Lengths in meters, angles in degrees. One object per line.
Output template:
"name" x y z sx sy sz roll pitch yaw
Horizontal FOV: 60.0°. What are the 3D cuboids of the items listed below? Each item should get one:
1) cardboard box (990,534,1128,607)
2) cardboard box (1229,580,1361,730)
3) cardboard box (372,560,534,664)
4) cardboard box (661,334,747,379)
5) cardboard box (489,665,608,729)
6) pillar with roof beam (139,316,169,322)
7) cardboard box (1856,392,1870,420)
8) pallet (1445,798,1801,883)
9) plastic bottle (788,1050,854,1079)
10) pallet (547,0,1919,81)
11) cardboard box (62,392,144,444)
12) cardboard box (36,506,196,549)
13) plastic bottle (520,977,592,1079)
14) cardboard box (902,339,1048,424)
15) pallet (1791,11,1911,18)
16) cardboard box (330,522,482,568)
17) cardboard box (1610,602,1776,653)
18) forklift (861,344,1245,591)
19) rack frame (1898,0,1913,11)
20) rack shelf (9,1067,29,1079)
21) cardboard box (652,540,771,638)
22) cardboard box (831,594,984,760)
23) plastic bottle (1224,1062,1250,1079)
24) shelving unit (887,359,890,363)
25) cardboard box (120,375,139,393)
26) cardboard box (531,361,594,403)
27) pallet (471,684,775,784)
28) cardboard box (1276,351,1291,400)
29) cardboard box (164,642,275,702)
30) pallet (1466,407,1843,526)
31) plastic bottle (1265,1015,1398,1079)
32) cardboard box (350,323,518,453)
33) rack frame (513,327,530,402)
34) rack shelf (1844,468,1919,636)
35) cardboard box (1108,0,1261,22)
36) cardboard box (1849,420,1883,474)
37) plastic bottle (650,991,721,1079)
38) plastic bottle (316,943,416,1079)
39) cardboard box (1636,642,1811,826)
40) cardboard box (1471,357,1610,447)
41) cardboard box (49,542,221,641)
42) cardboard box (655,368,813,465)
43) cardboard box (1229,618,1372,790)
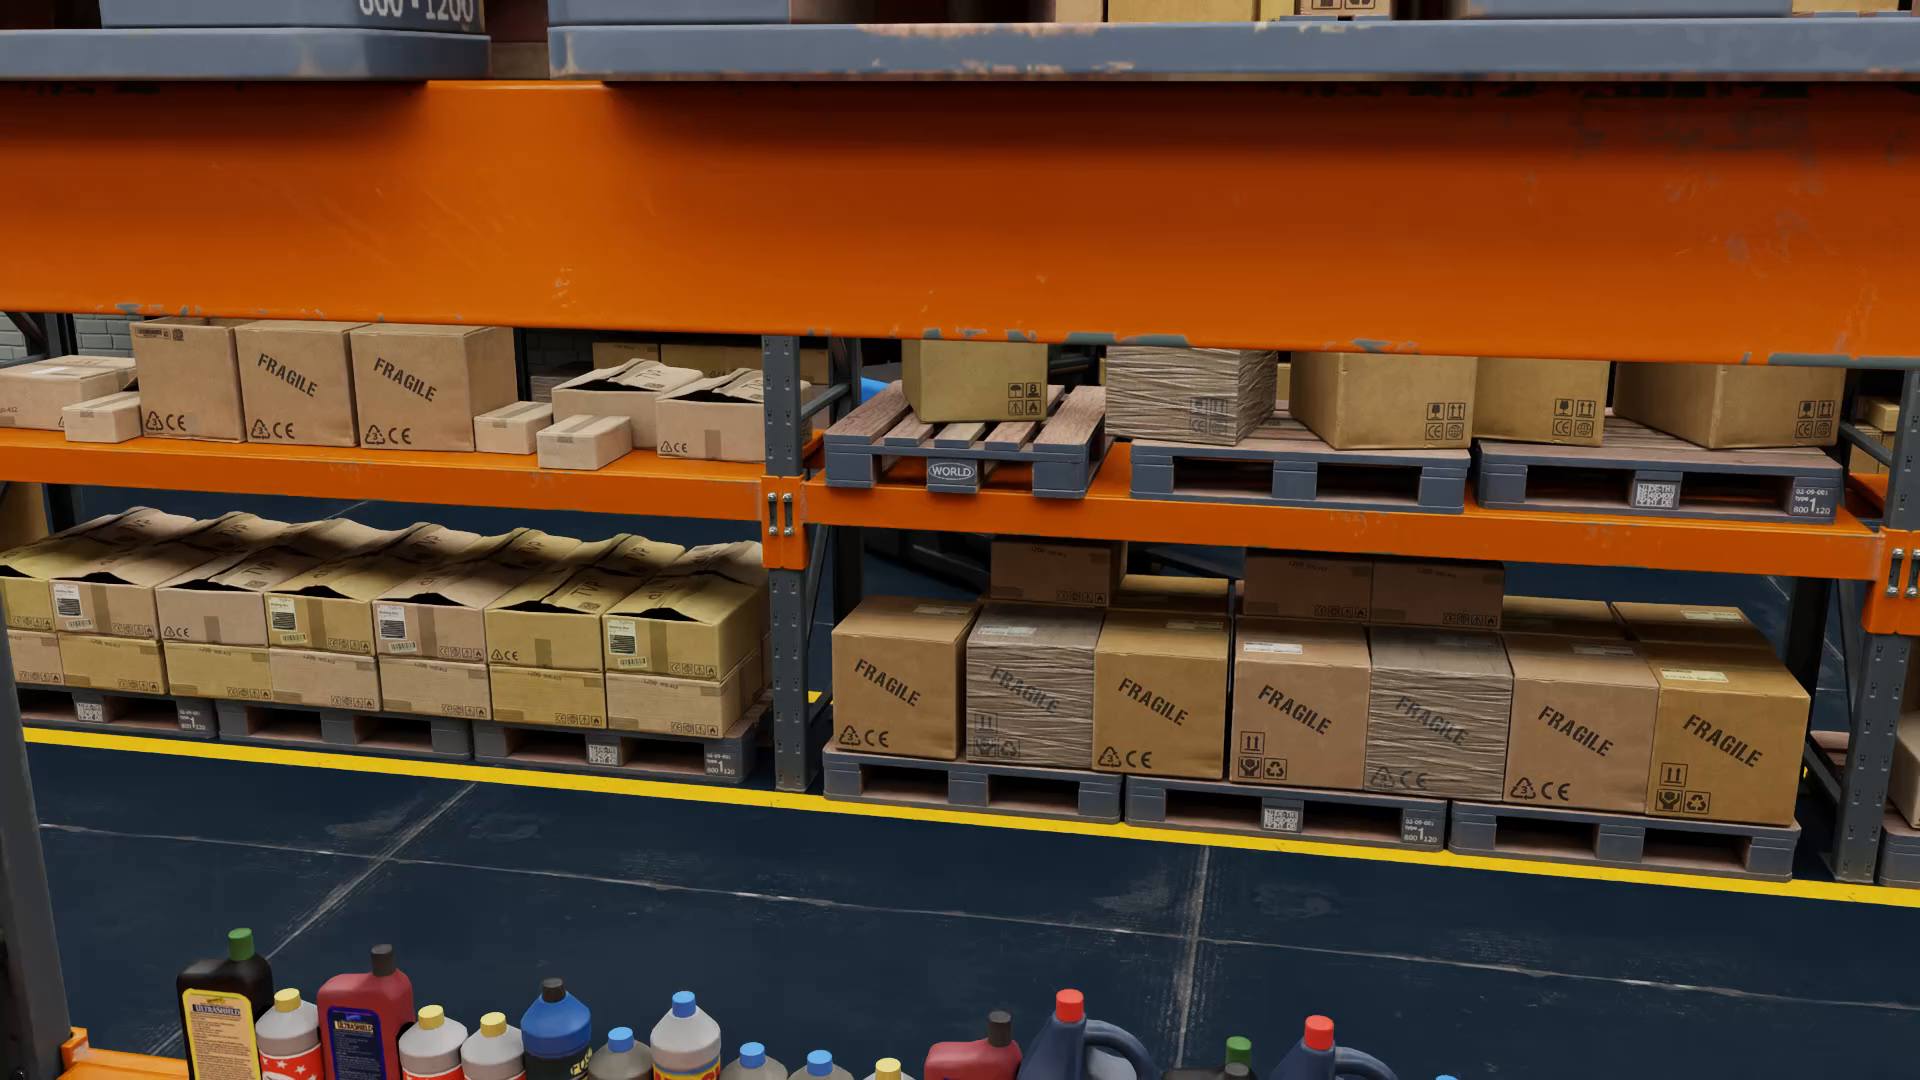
"cardboard box" 0.427 0.076 7.052 0.500 0.250 0.500 4 16 13
"cardboard box" 1.394 0.489 6.964 0.500 0.500 0.500 3 16 9
"cardboard box" -2.159 0.290 7.139 0.500 0.311 0.500 3 16 11
"cardboard box" -1.861 -1.339 12.161 0.500 0.250 0.500 3 16 9
"cardboard box" -1.662 0.587 7.119 0.500 0.250 0.500 3 16 10
"pillar with roof beam" -7.448 -4.221 8.873 0.400 9.000 9.100 3 16 11
"cardboard box" 5.696 -0.891 10.769 0.250 0.149 0.380 3 16 9
"pallet" 2.523 0.978 6.567 1.213 0.211 1.003 3 16 11
"plastic bottle" -0.194 0.810 2.321 0.097 0.201 0.097 0 15 0
"pallet" 0.437 -0.467 1.295 1.213 0.211 1.003 3 16 11
"cardboard box" -3.685 -0.537 7.281 0.250 0.149 0.380 3 16 11
"cardboard box" -4.058 0.041 8.039 0.500 0.311 0.500 3 16 11
"plastic bottle" -0.575 0.756 2.386 0.097 0.271 0.097 0 15 0
"cardboard box" 0.047 -0.792 6.758 0.500 0.500 0.700 -2 16 -8
"pallet" 2.702 -1.741 5.890 1.003 0.211 1.213 3 16 11
"cardboard box" -2.567 0.122 7.747 0.500 0.311 0.500 3 16 10
"cardboard box" 2.902 0.570 6.672 0.500 0.500 0.500 2 16 9
"forklift" 0.541 -1.184 9.277 1.130 2.935 3.031 -13 20 -38
"rack frame" 3.327 -3.224 5.273 0.127 3.000 1.000 3 16 11
"rack shelf" -3.543 0.990 2.645 4.000 0.370 1.077 3 16 11
"cardboard box" -1.047 0.202 7.456 0.500 0.311 0.500 4 16 13
"cardboard box" -0.203 0.546 6.760 0.500 0.500 0.500 4 16 13
"plastic bottle" 0.318 0.810 2.168 0.133 0.283 0.061 3 16 11
"shelving unit" -0.316 -0.660 10.907 0.215 1.050 0.252 -13 20 -38
"cardboard box" -3.614 -0.695 7.633 0.258 0.266 0.396 3 16 10
"cardboard box" -2.804 -1.027 12.438 0.500 0.500 0.700 4 16 13
"pallet" -1.391 0.744 7.409 1.213 0.211 1.003 3 16 11
"cardboard box" 1.943 -0.886 11.312 0.750 0.750 0.750 3 16 11
"cardboard box" -3.157 0.505 7.414 0.500 0.250 0.500 3 16 9
"pallet" 2.566 -0.311 6.356 1.213 0.211 1.003 3 16 11
"plastic bottle" 0.478 0.781 2.146 0.185 0.351 0.144 3 16 11
"cardboard box" -2.240 -0.679 7.136 0.500 0.500 0.500 2 16 8
"rack frame" -3.529 -2.054 12.289 0.127 3.000 1.000 3 16 11
"rack shelf" 5.287 0.120 5.786 4.000 0.370 1.077 3 16 11
"cardboard box" 0.851 -1.970 6.179 0.500 0.500 0.910 3 16 11
"cardboard box" 5.515 -0.532 10.690 0.500 0.500 0.700 3 16 11
"plastic bottle" -0.384 0.766 2.349 0.097 0.271 0.097 0 15 0
"plastic bottle" -0.875 0.729 2.461 0.133 0.283 0.061 3 16 11
"cardboard box" 2.787 0.709 6.173 0.500 0.500 0.500 3 16 11
"cardboard box" 2.221 -0.687 6.379 0.500 0.500 0.700 6 16 20
"cardboard box" -3.667 0.209 7.431 0.500 0.311 0.500 3 16 10
"cardboard box" -0.940 -0.533 6.965 0.500 0.311 0.500 4 16 15
"cardboard box" 1.314 0.627 6.468 0.500 0.500 0.500 3 16 9
